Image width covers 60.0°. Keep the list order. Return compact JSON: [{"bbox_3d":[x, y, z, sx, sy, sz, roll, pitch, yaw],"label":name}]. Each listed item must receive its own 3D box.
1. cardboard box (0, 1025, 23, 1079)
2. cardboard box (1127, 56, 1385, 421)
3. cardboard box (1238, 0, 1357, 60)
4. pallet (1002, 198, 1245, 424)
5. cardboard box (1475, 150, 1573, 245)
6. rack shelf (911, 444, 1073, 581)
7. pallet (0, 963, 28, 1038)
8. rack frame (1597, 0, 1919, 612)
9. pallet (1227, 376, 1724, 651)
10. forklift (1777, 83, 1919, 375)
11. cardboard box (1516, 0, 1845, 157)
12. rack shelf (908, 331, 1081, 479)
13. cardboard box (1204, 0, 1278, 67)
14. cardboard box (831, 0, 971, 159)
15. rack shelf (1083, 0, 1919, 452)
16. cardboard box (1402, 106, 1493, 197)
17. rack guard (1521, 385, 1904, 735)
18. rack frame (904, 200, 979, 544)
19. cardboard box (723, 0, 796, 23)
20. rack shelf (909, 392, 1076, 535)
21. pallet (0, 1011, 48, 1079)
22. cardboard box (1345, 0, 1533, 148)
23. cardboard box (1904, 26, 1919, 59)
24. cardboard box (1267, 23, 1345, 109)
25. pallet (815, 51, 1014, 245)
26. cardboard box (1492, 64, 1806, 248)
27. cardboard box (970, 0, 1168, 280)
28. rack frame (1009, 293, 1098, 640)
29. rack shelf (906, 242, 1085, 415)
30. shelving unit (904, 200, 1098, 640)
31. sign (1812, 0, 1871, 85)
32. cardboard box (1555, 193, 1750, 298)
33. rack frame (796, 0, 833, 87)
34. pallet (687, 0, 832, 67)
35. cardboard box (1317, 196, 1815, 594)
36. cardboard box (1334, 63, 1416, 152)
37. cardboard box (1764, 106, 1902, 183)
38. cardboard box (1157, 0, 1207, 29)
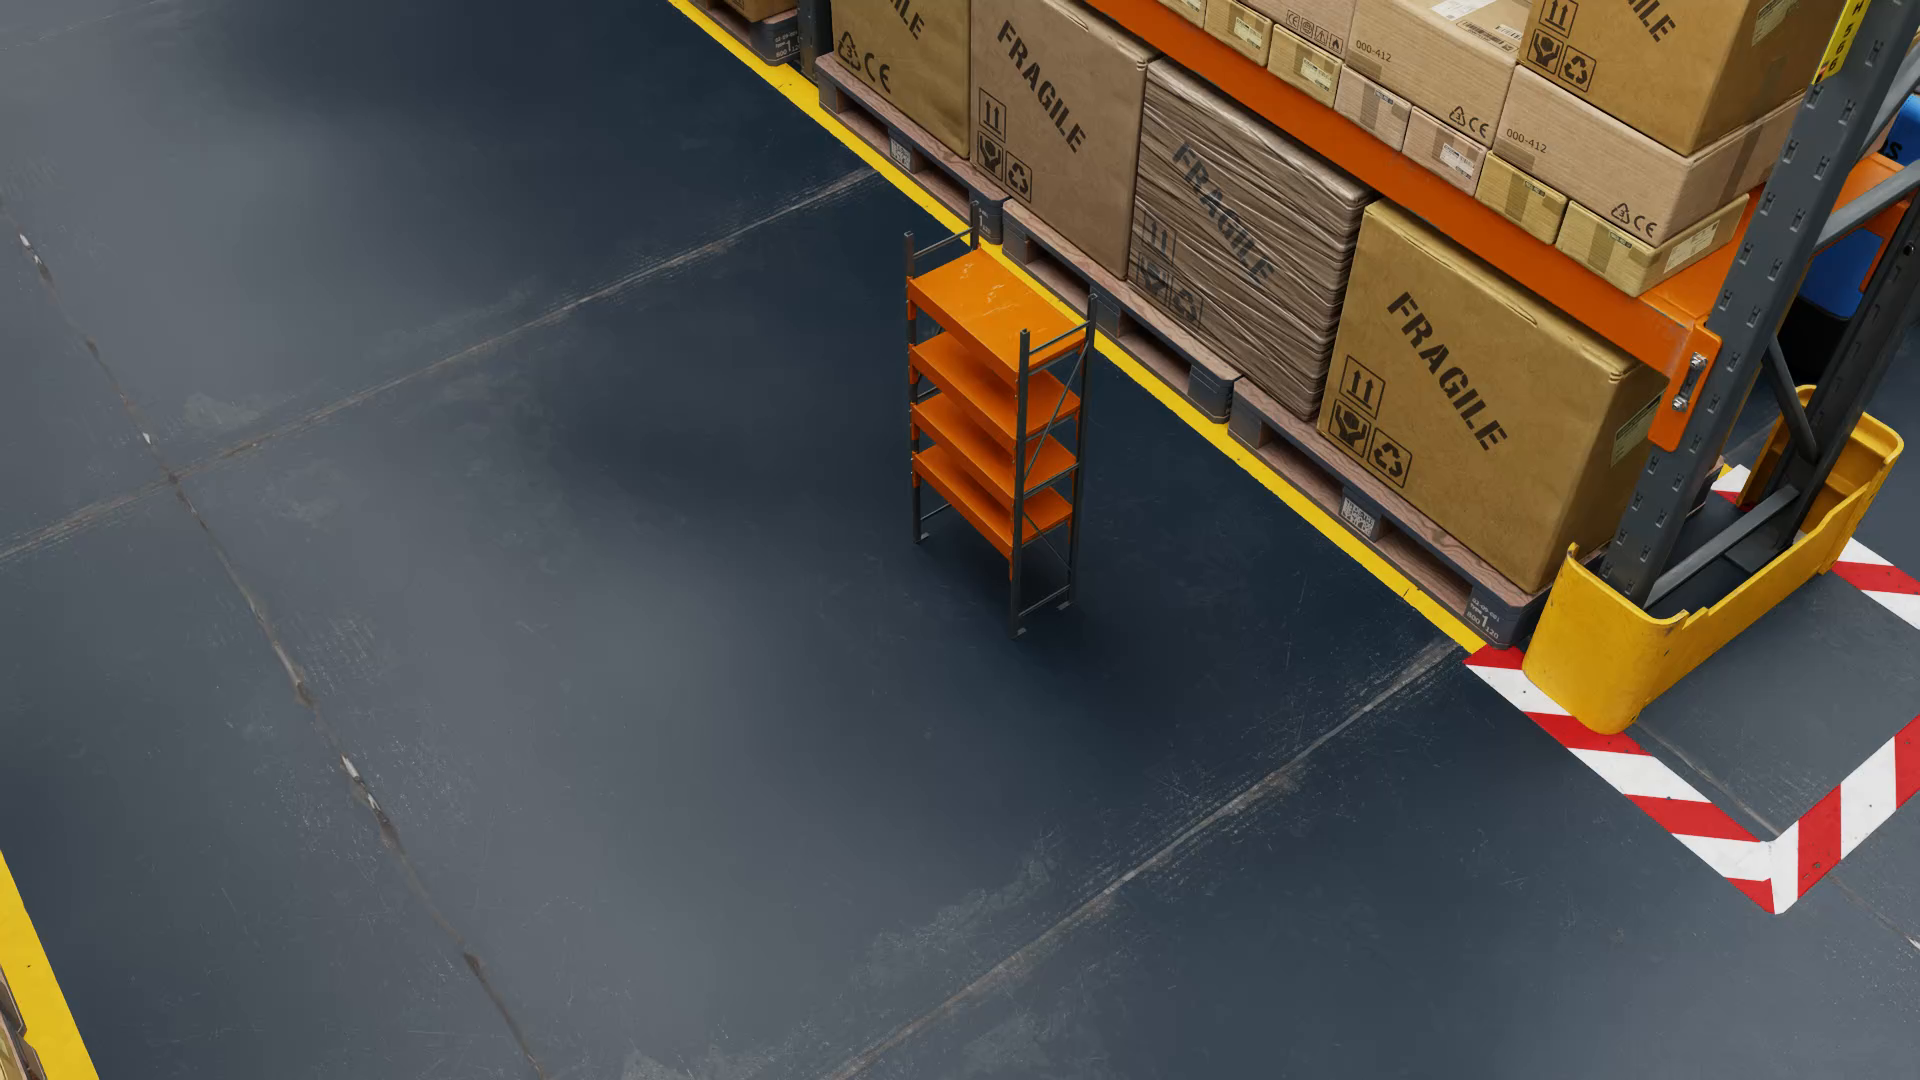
[{"bbox_3d":[-2.333,1.260,3.724,0.380,0.149,0.250,-29,54,-24],"label":"cardboard box"},{"bbox_3d":[1.183,-1.114,5.386,0.875,0.875,0.875,-29,54,-24],"label":"cardboard box"},{"bbox_3d":[1.066,-1.624,4.598,0.500,0.250,0.500,-31,55,-25],"label":"cardboard box"},{"bbox_3d":[0.905,-1.027,6.039,1.003,0.211,1.213,-29,54,-24],"label":"pallet"},{"bbox_3d":[1.549,-0.939,4.246,0.380,0.149,0.250,-29,54,-24],"label":"cardboard box"},{"bbox_3d":[0.100,-0.127,4.914,0.258,0.148,0.480,-29,54,-24],"label":"rack shelf"},{"bbox_3d":[-3.067,1.035,4.169,1.003,0.211,1.213,-29,54,-24],"label":"pallet"},{"bbox_3d":[2.186,-0.808,3.958,1.000,3.000,0.127,-29,54,-24],"label":"rack frame"},{"bbox_3d":[1.639,-0.308,5.387,1.003,0.211,1.213,-29,54,-24],"label":"pallet"},{"bbox_3d":[2.449,-2.594,5.624,1.130,2.935,3.031,-29,54,-24],"label":"forklift"},{"bbox_3d":[1.681,-1.279,3.779,0.500,0.500,0.500,-29,54,-24],"label":"cardboard box"},{"bbox_3d":[0.100,-0.410,4.601,0.258,0.148,0.480,-29,54,-24],"label":"rack shelf"},{"bbox_3d":[0.931,-1.541,4.792,0.380,0.149,0.250,-29,54,-24],"label":"cardboard box"},{"bbox_3d":[0.100,-2.169,6.343,0.875,0.875,0.875,-29,54,-24],"label":"cardboard box"},{"bbox_3d":[0.975,-1.746,5.294,1.077,0.370,4.000,-29,54,-24],"label":"rack shelf"},{"bbox_3d":[1.397,-1.088,4.381,0.380,0.149,0.250,-29,54,-24],"label":"cardboard box"},{"bbox_3d":[2.200,0.045,4.872,1.175,0.500,0.348,-29,54,-24],"label":"rack guard"},{"bbox_3d":[-0.048,-0.449,4.847,0.240,1.200,0.015,-29,54,-24],"label":"rack frame"},{"bbox_3d":[-0.640,-2.963,7.062,1.225,0.875,0.875,-29,54,-24],"label":"cardboard box"},{"bbox_3d":[0.100,-0.260,4.767,0.258,0.148,0.480,-29,54,-24],"label":"rack shelf"},{"bbox_3d":[-2.333,1.754,3.518,1.003,0.211,1.213,-29,54,-24],"label":"pallet"},{"bbox_3d":[1.374,-1.324,4.326,0.500,0.250,0.500,-30,55,-25],"label":"cardboard box"},{"bbox_3d":[2.110,-1.262,4.270,0.500,0.250,0.500,-31,55,-25],"label":"cardboard box"},{"bbox_3d":[1.088,-1.388,4.653,0.380,0.149,0.250,-31,55,-25],"label":"cardboard box"},{"bbox_3d":[0.162,-1.747,6.691,1.003,0.211,1.213,-29,54,-24],"label":"pallet"},{"bbox_3d":[1.681,-1.025,4.055,0.500,0.250,0.500,-30,55,-25],"label":"cardboard box"},{"bbox_3d":[0.645,-1.639,5.862,0.875,0.875,0.875,-29,54,-24],"label":"cardboard box"},{"bbox_3d":[0.248,-0.162,4.587,0.240,1.200,0.015,-29,54,-24],"label":"rack frame"},{"bbox_3d":[0.100,-0.569,4.426,0.258,0.148,0.480,-29,54,-24],"label":"rack shelf"},{"bbox_3d":[0.100,-0.305,4.717,0.258,1.200,0.503,-29,54,-24],"label":"shelving unit"},{"bbox_3d":[1.745,-1.042,3.228,0.100,0.325,0.005,-29,54,-24],"label":"sign"},{"bbox_3d":[1.708,-0.786,4.108,0.380,0.149,0.250,-28,54,-23],"label":"cardboard box"},{"bbox_3d":[-0.236,-3.167,6.096,1.000,3.000,0.127,-29,54,-24],"label":"rack frame"},{"bbox_3d":[-0.763,-2.652,7.511,1.003,0.211,1.213,-29,54,-24],"label":"pallet"},{"bbox_3d":[1.734,-0.577,4.899,0.875,0.875,0.875,-29,54,-24],"label":"cardboard box"},{"bbox_3d":[1.247,-1.236,4.515,0.380,0.149,0.250,-29,54,-23],"label":"cardboard box"},{"bbox_3d":[2.233,-1.081,4.375,0.380,0.149,0.250,-29,54,-24],"label":"cardboard box"},{"bbox_3d":[0.783,-1.688,4.925,0.380,0.149,0.250,-28,54,-23],"label":"cardboard box"}]
